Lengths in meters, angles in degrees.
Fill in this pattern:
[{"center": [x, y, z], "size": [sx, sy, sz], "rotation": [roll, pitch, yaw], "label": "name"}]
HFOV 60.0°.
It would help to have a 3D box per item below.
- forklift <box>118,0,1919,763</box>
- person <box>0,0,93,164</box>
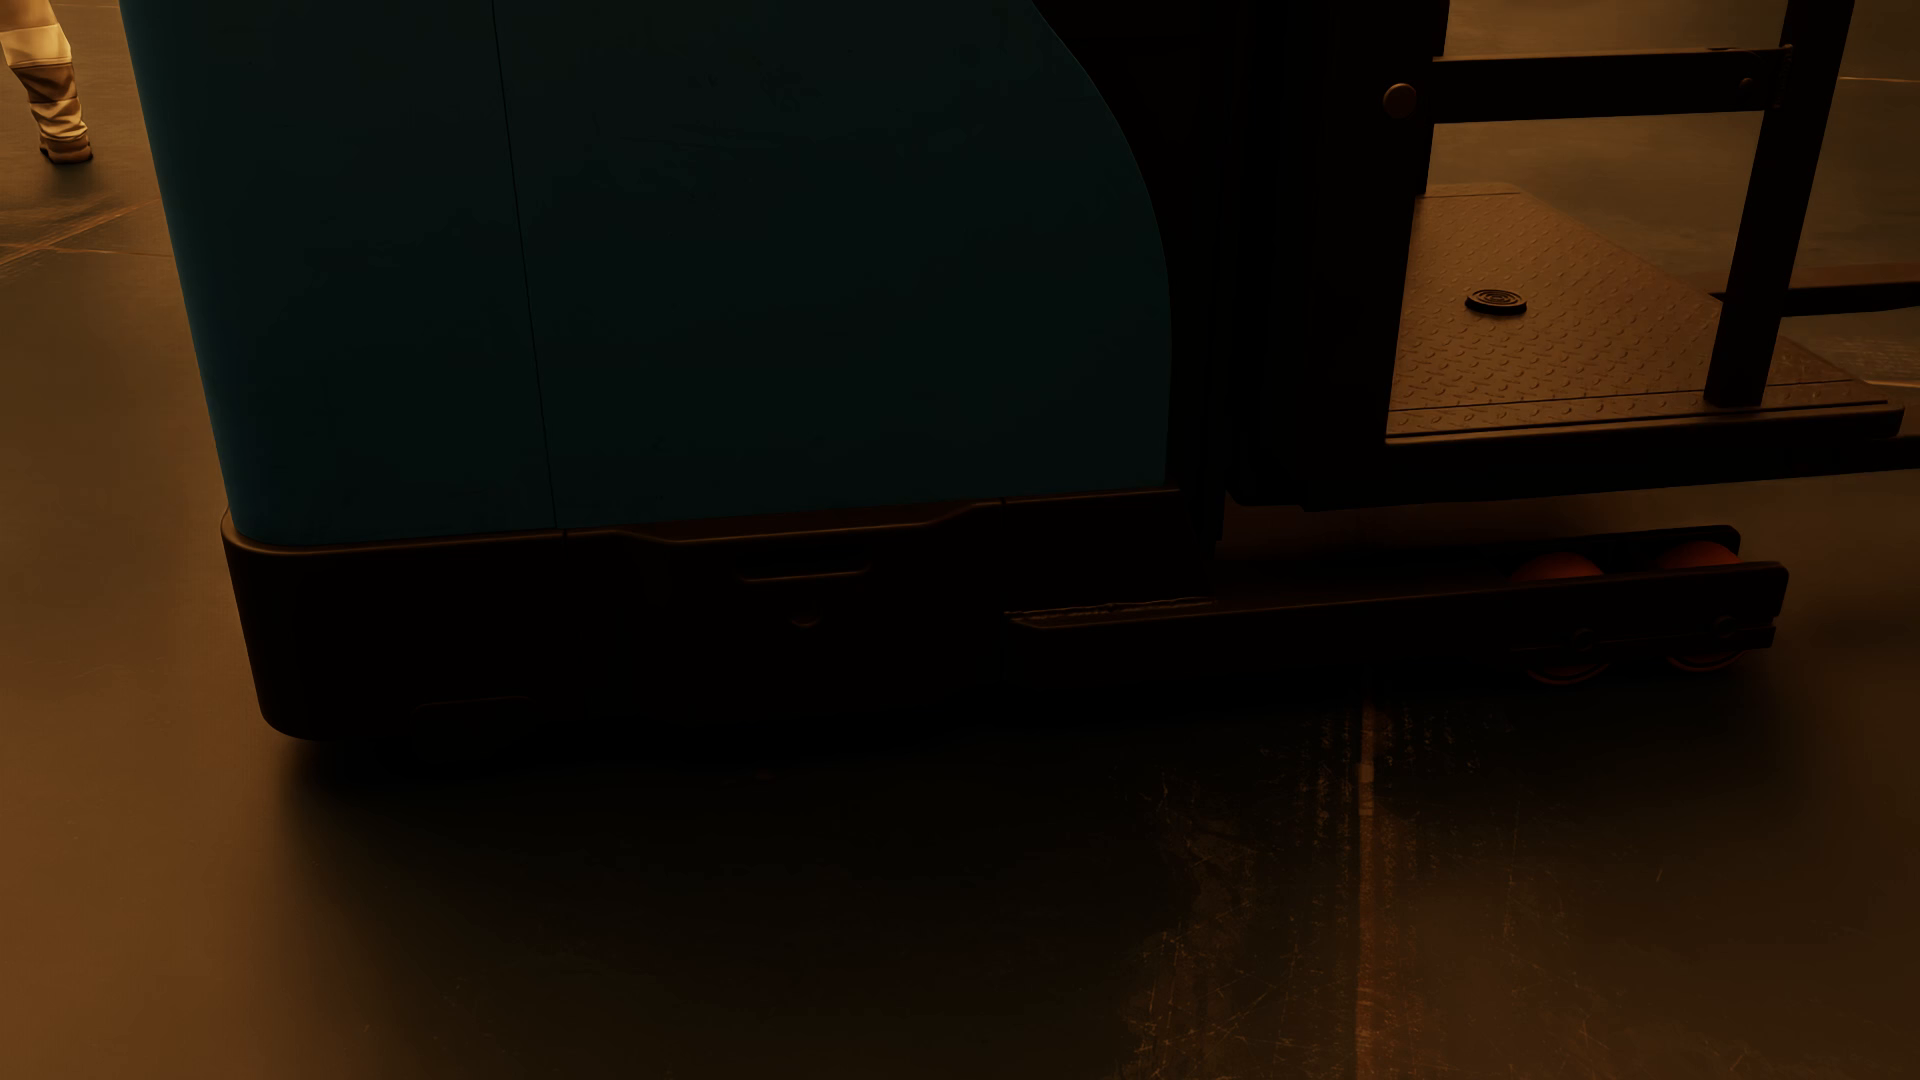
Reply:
[{"center": [0.600, -1.354, 1.930], "size": [3.031, 2.935, 1.130], "rotation": [-4, 27, -9], "label": "forklift"}, {"center": [-2.607, -1.796, 4.090], "size": [0.453, 1.778, 0.616], "rotation": [20, 33, 34], "label": "person"}]
